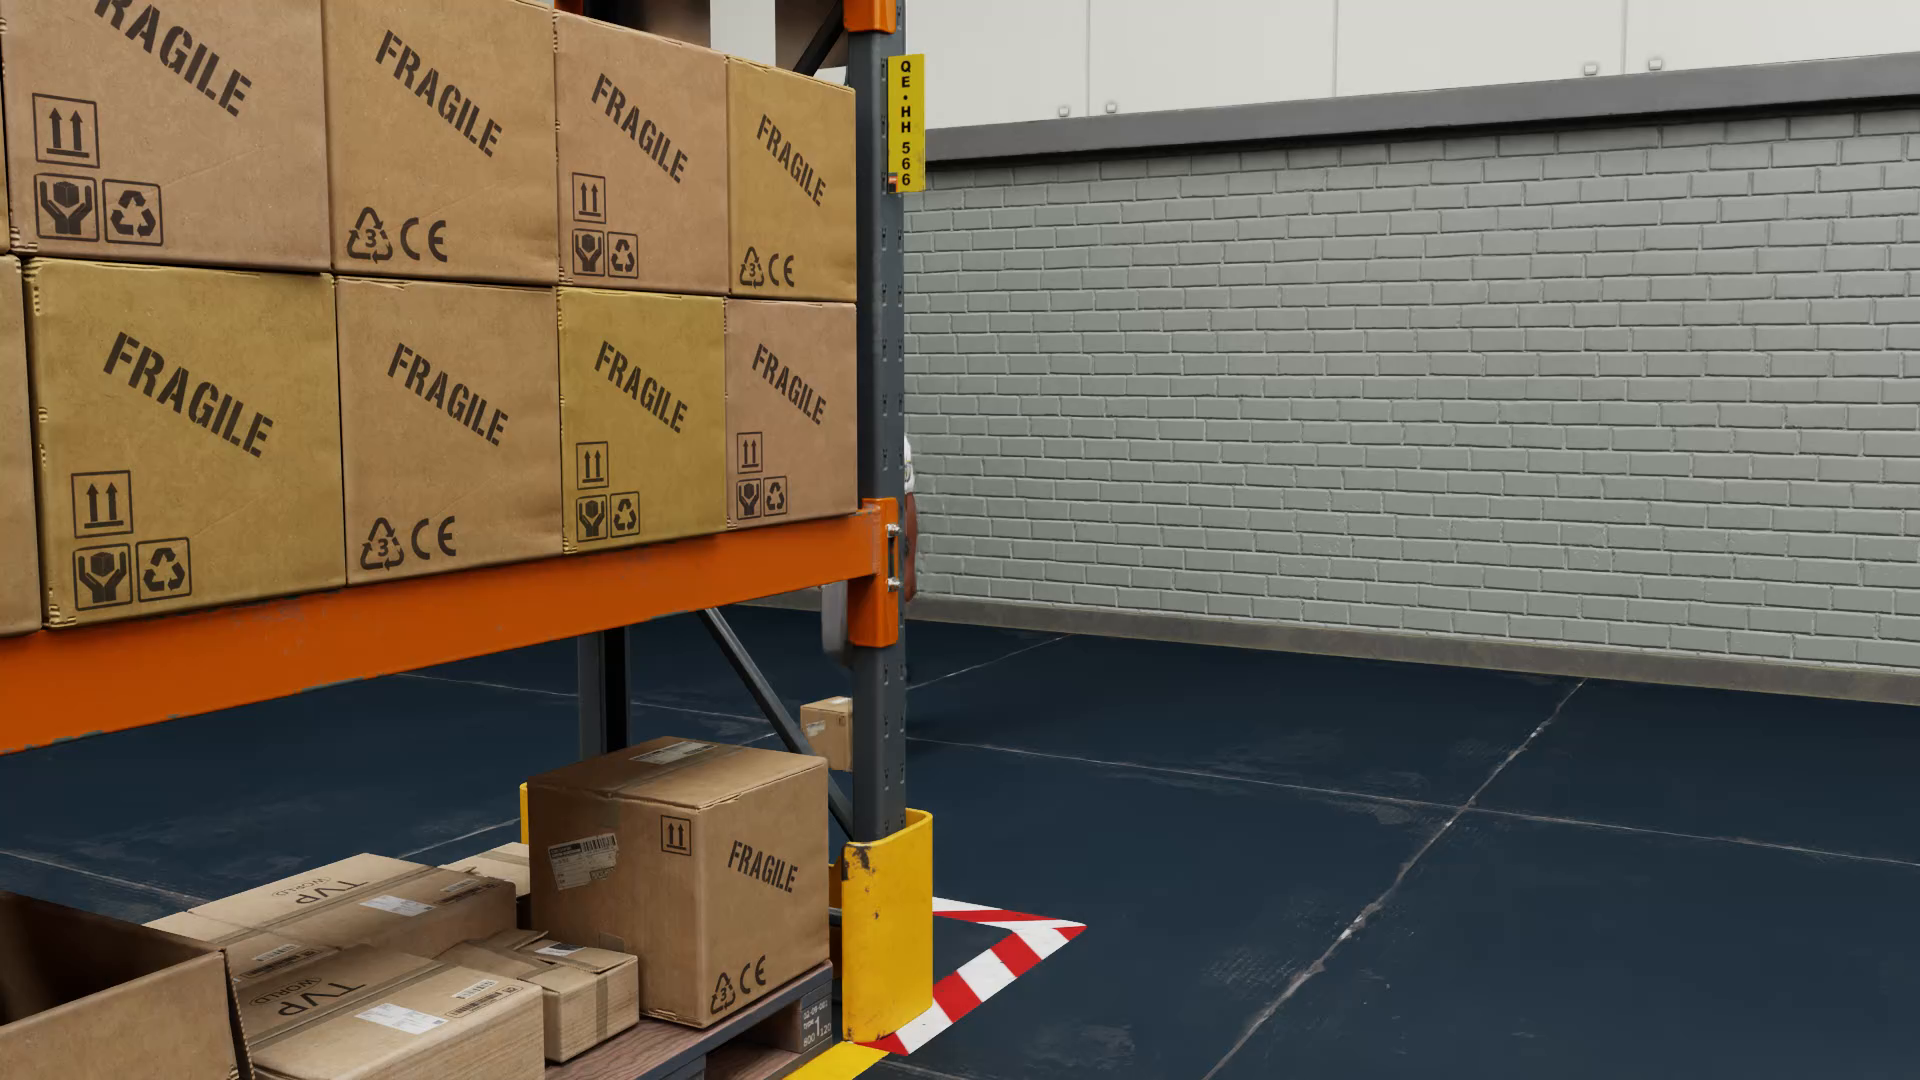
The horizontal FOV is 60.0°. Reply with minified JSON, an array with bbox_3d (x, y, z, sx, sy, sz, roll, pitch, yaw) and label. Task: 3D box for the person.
[{"bbox_3d":[-0.346,0.058,7.184,0.490,1.664,0.604,4,7,36],"label":"person"}]
